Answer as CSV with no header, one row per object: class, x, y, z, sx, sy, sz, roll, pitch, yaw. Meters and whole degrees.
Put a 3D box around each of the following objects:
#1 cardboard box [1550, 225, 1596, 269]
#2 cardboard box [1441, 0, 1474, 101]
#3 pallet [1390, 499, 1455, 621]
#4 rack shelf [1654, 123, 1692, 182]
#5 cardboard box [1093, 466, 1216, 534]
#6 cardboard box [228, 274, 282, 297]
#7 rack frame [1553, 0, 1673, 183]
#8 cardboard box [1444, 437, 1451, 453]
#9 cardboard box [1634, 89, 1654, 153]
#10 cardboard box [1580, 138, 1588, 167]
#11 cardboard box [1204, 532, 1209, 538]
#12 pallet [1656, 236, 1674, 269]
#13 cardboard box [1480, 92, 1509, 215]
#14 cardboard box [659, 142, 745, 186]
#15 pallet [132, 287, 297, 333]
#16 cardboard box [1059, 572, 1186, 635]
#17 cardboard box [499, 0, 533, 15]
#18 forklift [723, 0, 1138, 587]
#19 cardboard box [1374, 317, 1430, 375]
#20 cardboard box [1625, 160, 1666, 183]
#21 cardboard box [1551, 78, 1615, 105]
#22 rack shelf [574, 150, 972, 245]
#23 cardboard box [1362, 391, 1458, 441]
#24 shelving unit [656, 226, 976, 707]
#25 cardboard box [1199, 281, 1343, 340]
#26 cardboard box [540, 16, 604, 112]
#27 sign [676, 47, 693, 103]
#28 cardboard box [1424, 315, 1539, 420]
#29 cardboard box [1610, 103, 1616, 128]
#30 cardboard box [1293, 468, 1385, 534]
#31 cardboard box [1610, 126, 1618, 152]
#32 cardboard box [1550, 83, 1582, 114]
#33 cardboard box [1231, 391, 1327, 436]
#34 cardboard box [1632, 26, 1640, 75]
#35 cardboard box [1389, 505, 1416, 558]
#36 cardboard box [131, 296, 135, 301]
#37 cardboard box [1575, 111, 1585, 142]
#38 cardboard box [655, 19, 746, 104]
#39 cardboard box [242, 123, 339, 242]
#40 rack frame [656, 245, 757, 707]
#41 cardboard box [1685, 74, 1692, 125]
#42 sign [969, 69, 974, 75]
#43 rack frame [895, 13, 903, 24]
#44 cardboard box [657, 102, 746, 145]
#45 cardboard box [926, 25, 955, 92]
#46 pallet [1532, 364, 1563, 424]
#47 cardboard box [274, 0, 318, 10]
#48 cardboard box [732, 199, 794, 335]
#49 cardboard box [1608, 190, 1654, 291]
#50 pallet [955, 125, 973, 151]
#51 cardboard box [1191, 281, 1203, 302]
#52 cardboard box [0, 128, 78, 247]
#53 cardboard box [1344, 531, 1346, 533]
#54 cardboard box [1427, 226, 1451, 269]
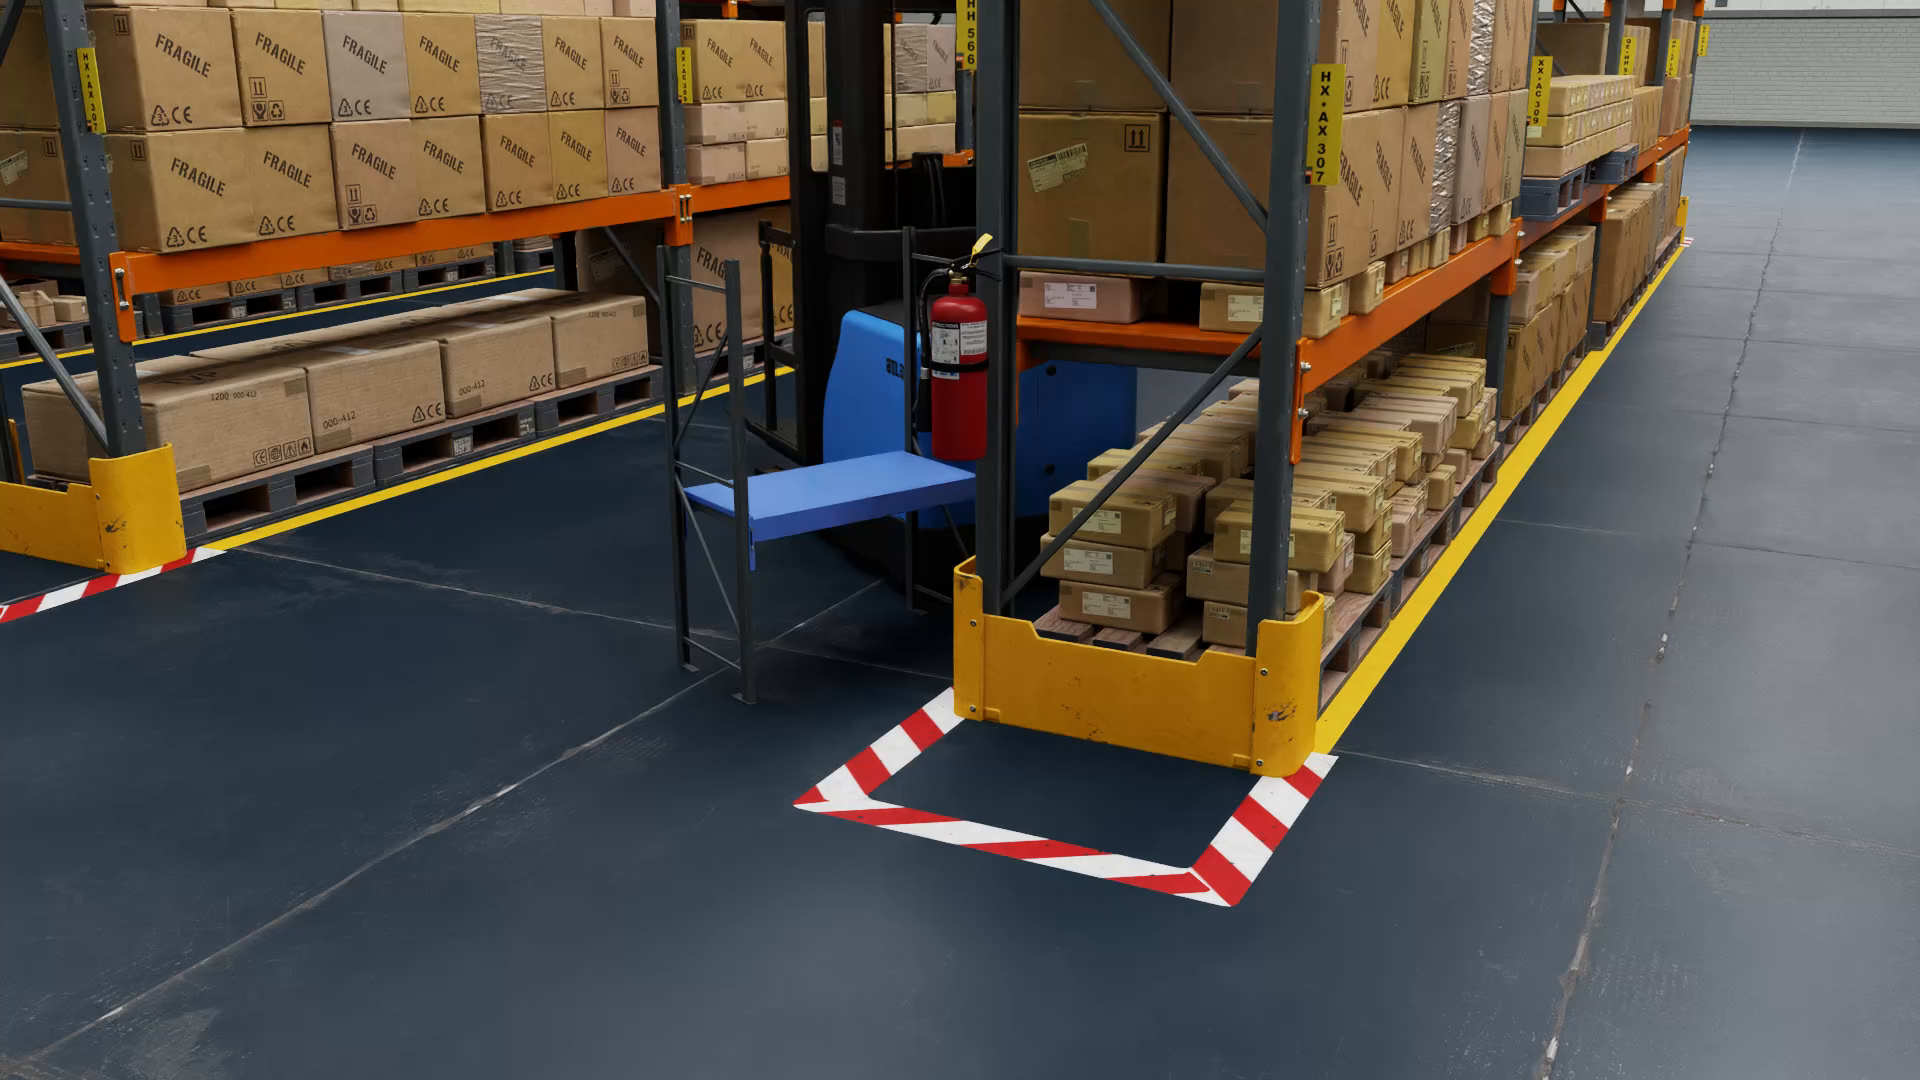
cardboard box,4.026,-1.996,11.312,0.500,0.250,0.500,8,18,24
cardboard box,1.657,-1.943,6.344,0.500,0.500,0.500,7,18,24
pallet,1.498,0.002,7.147,1.003,0.211,1.213,8,18,25
rack shelf,6.778,-4.025,17.070,1.077,0.370,4.000,8,18,25
cardboard box,0.696,-0.147,5.976,0.380,0.149,0.250,8,19,26
cardboard box,-5.959,-2.291,13.624,0.500,0.500,0.500,8,18,25
rack frame,5.885,-3.860,15.252,1.000,3.000,0.127,8,18,25
cardboard box,2.040,-0.487,7.641,0.380,0.149,0.250,8,18,26
cardboard box,5.439,-3.484,13.809,0.500,0.500,0.500,8,18,26
cardboard box,3.244,-2.143,9.176,0.380,0.149,0.250,8,18,26
cardboard box,0.734,-0.084,6.286,0.380,0.149,0.250,7,18,23
pallet,6.838,-3.019,17.318,1.003,0.211,1.213,8,18,25
cardboard box,2.113,-1.722,7.354,0.500,0.500,0.500,8,18,24
cardboard box,-1.731,-2.433,10.711,0.500,0.250,0.500,8,18,24
pallet,-6.276,-1.932,13.659,1.003,0.211,1.213,8,18,25
cardboard box,0.571,0.201,5.848,0.380,0.149,0.250,8,19,26
cardboard box,-2.528,-2.895,8.932,0.380,0.149,0.250,8,18,25
forklift,-0.352,-1.590,7.731,1.130,2.935,3.031,-8,18,-25
cardboard box,2.415,-1.046,9.430,0.500,0.500,0.500,8,18,24
cardboard box,6.228,-3.194,16.004,0.875,0.875,0.875,8,19,26
cardboard box,3.709,-2.695,9.989,0.380,0.149,0.250,9,19,28
rack shelf,-1.270,-2.591,12.243,1.077,0.370,4.000,8,18,25
cardboard box,1.976,-0.547,7.323,0.380,0.149,0.250,7,18,23
shelving unit,-0.452,-0.302,5.908,1.048,1.500,0.538,-12,21,-36
cardboard box,0.961,-0.724,5.134,0.380,0.149,0.250,8,18,25
cardboard box,-2.361,-2.670,9.314,0.500,0.500,0.500,8,18,25
sign,-1.666,-2.809,10.054,0.100,0.325,0.005,8,18,25
cardboard box,2.877,-0.980,9.208,0.500,0.500,0.500,9,19,28
cardboard box,3.825,-2.619,10.254,0.380,0.149,0.250,8,18,25
cardboard box,1.303,-0.147,5.976,0.380,0.149,0.250,8,18,25
cardboard box,3.946,-2.546,10.533,0.380,0.149,0.250,8,18,25
cardboard box,3.017,-2.302,8.665,0.380,0.149,0.250,9,19,27
cardboard box,1.395,-0.544,7.312,0.380,0.149,0.250,7,18,23
cardboard box,5.214,-4.000,13.792,0.700,0.500,0.500,8,18,26
cardboard box,1.622,-0.053,6.703,0.380,0.149,0.250,7,18,23
cardboard box,-6.651,-2.223,13.392,0.500,0.500,0.500,8,18,25
cardboard box,3.126,-2.220,8.911,0.380,0.149,0.250,9,19,27
cardboard box,-1.710,-3.029,10.523,0.500,0.500,0.500,8,18,26
cardboard box,-3.279,-1.674,7.715,0.500,0.500,0.500,8,18,25
rack frame,-0.855,-0.214,5.611,0.032,1.500,0.500,-12,21,-36
cardboard box,7.547,-4.851,18.324,0.875,0.550,0.550,8,18,25
sign,0.122,-3.930,13.456,0.100,0.325,0.005,8,18,25
rack frame,-1.244,-6.114,22.839,1.000,3.000,0.127,8,18,25
cardboard box,-1.715,-2.670,10.632,0.500,0.250,0.500,8,18,24
cardboard box,-0.373,-3.807,13.144,0.500,0.500,0.500,8,18,24
pallet,3.200,-0.996,10.507,1.003,0.211,1.213,8,18,25
cardboard box,-3.171,-2.498,7.594,0.380,0.149,0.250,7,18,24
cardboard box,-1.561,-2.008,12.012,0.875,0.875,0.875,9,19,27
cardboard box,5.253,-2.568,14.116,1.050,0.750,0.750,8,18,25
pallet,-0.153,-3.548,14.540,1.213,0.211,1.003,8,18,25
cardboard box,0.659,-0.926,5.816,0.380,0.149,0.250,8,18,25
cardboard box,-3.972,-1.612,7.508,0.500,0.500,0.500,8,18,26
cardboard box,1.189,-0.018,6.063,0.380,0.149,0.250,8,18,26
cardboard box,1.757,-1.192,6.711,0.380,0.149,0.250,9,19,26
